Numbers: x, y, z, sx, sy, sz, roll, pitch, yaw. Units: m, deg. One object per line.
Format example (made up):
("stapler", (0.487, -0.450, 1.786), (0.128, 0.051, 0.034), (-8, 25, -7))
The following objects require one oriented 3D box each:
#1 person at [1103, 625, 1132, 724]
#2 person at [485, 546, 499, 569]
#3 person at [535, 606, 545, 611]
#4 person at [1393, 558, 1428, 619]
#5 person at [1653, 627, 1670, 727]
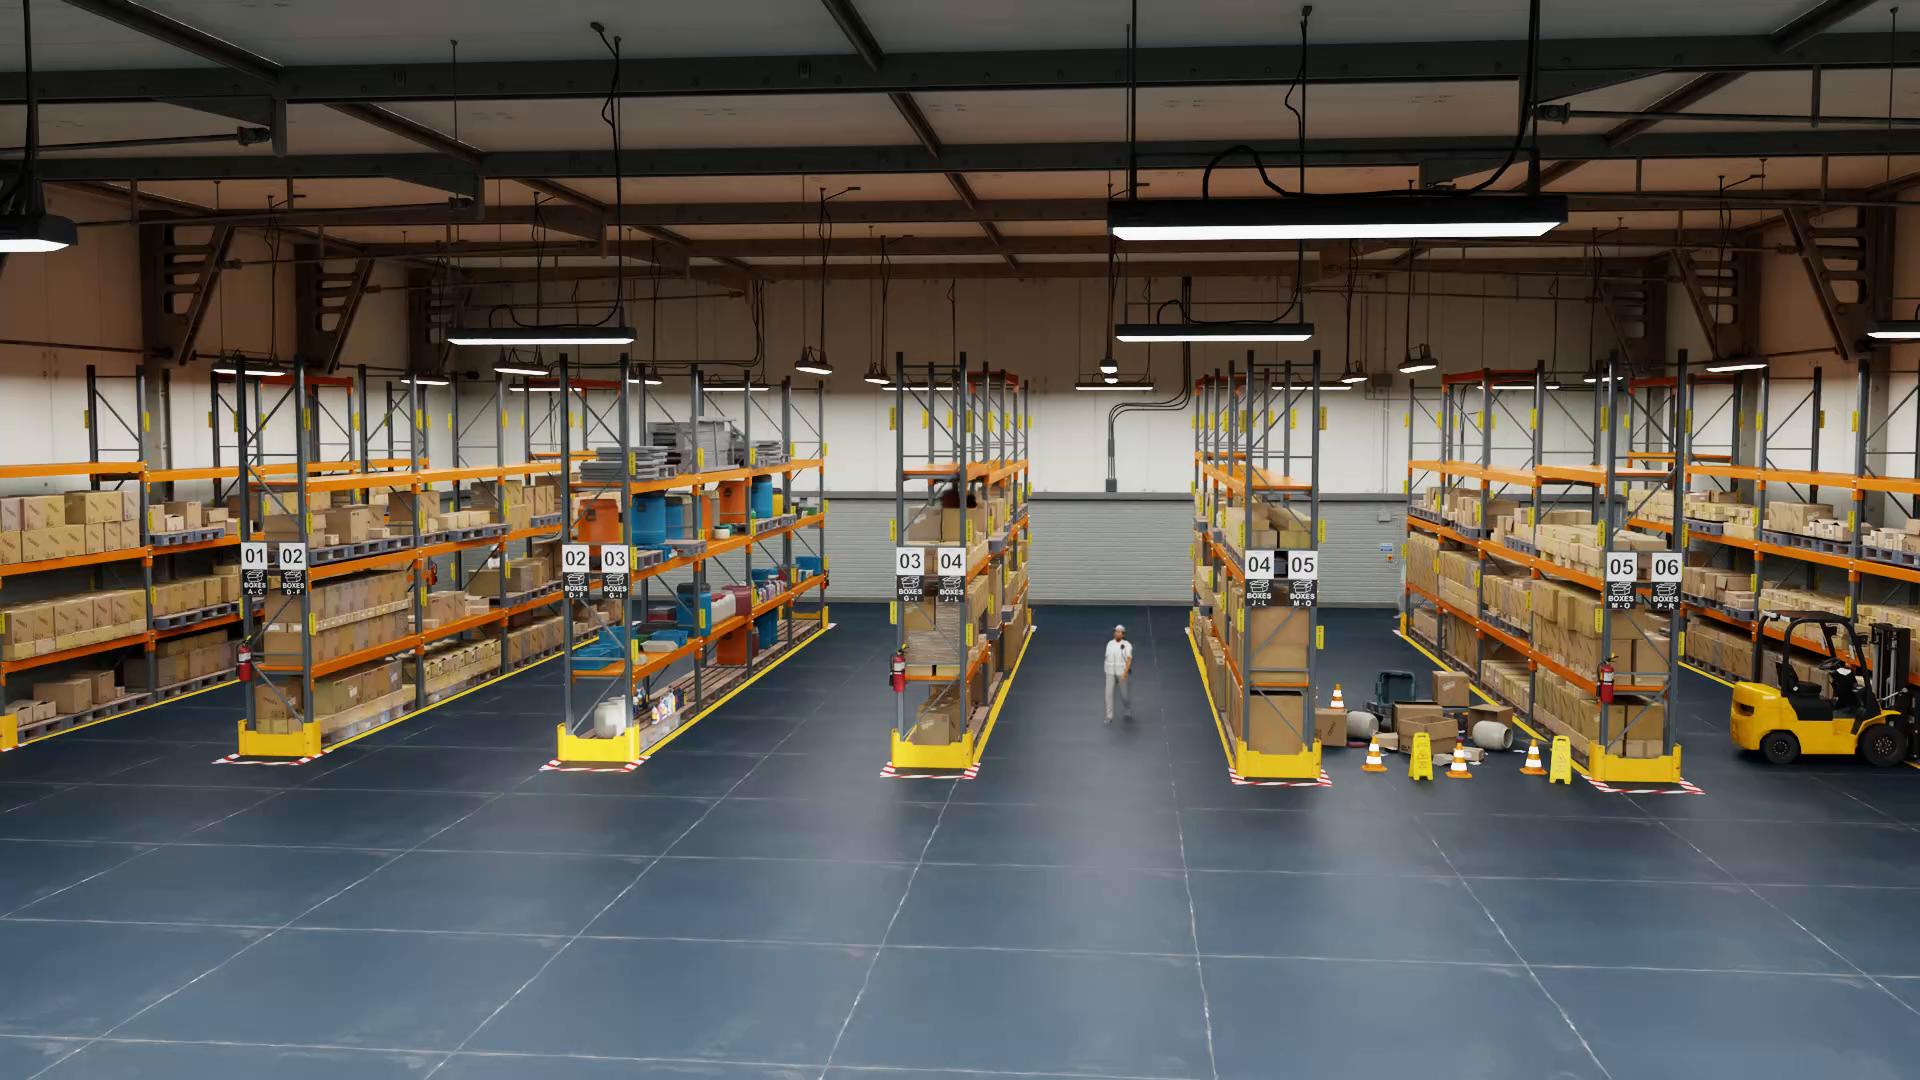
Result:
("person", (2.622, 2.227, 27.691), (0.489, 1.601, 0.914), (1, 4, 15))
("person", (-12.199, 1.022, 43.669), (0.640, 1.747, 1.045), (-1, 4, -8))
("person", (-10.505, 1.262, 40.660), (0.634, 1.718, 1.036), (1, 4, 19))
("person", (11.395, 1.139, 42.028), (0.856, 1.739, 0.566), (0, 4, -3))
("person", (11.368, 2.262, 27.021), (0.379, 1.697, 0.594), (3, 5, 34))
